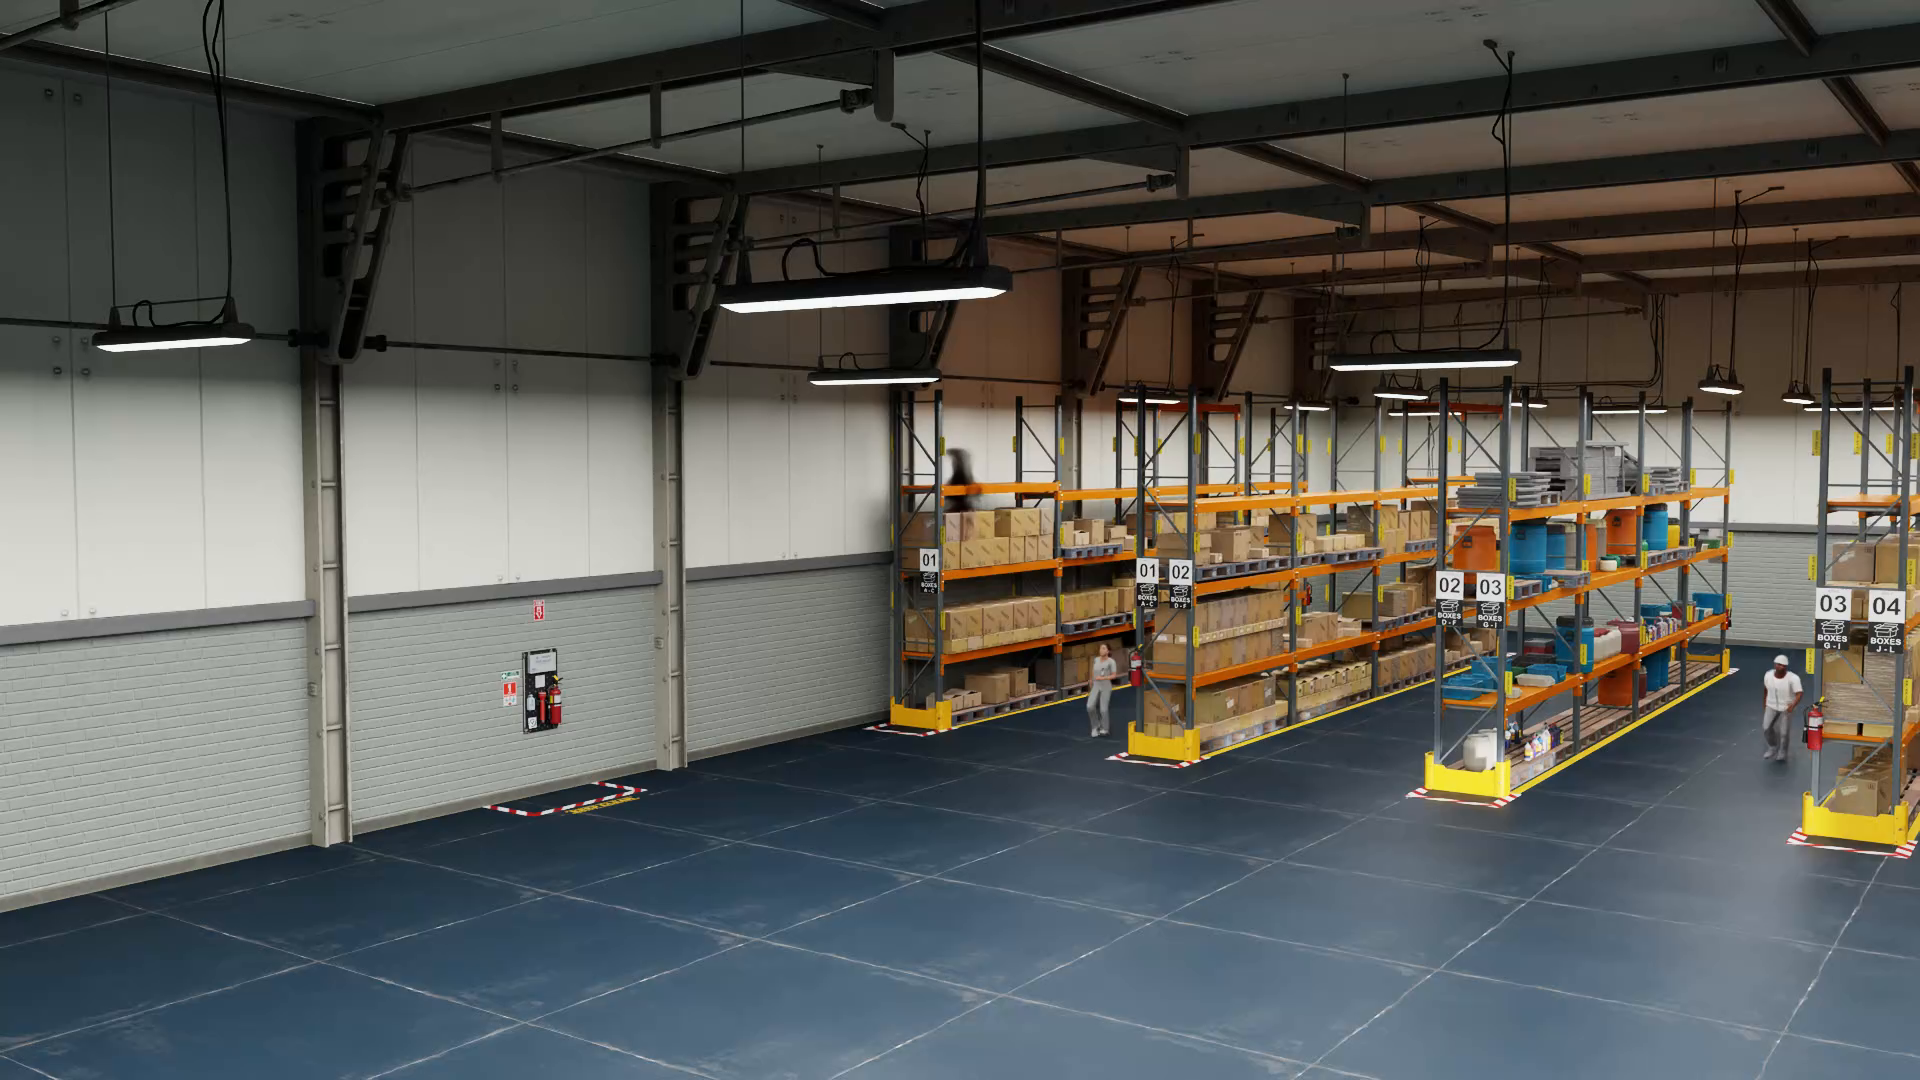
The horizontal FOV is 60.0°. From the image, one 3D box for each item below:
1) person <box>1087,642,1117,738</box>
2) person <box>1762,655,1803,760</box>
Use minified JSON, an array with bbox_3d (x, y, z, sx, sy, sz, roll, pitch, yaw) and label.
[{"bbox_3d":[2.451,2.577,28.557,0.528,1.640,0.649,2,4,27],"label":"person"},{"bbox_3d":[12.922,2.656,26.210,0.688,1.706,0.816,3,4,42],"label":"person"}]
